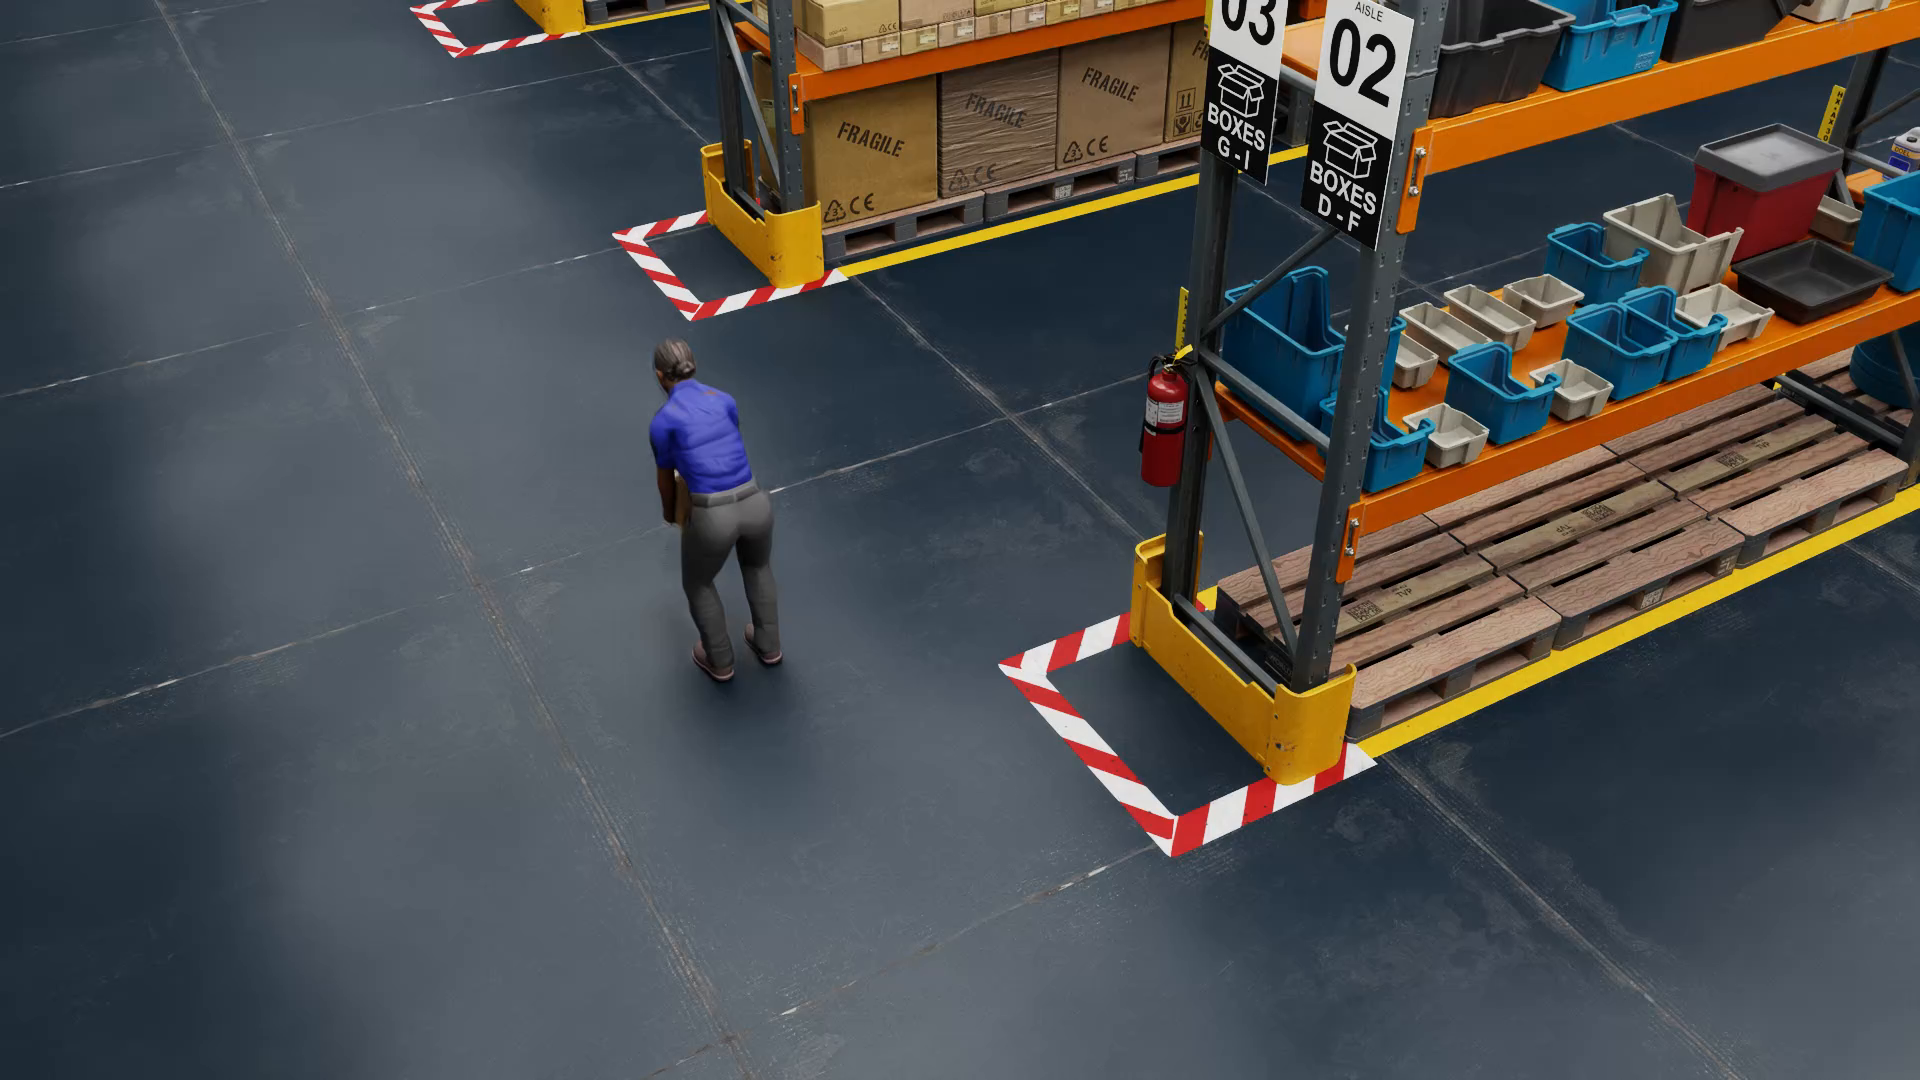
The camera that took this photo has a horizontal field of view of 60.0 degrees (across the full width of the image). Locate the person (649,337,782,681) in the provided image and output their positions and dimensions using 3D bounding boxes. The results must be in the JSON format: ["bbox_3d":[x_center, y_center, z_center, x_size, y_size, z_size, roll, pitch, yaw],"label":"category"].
[{"bbox_3d":[-1.080,-0.123,7.242,0.413,1.488,0.662,-20,41,-25],"label":"person"}]
